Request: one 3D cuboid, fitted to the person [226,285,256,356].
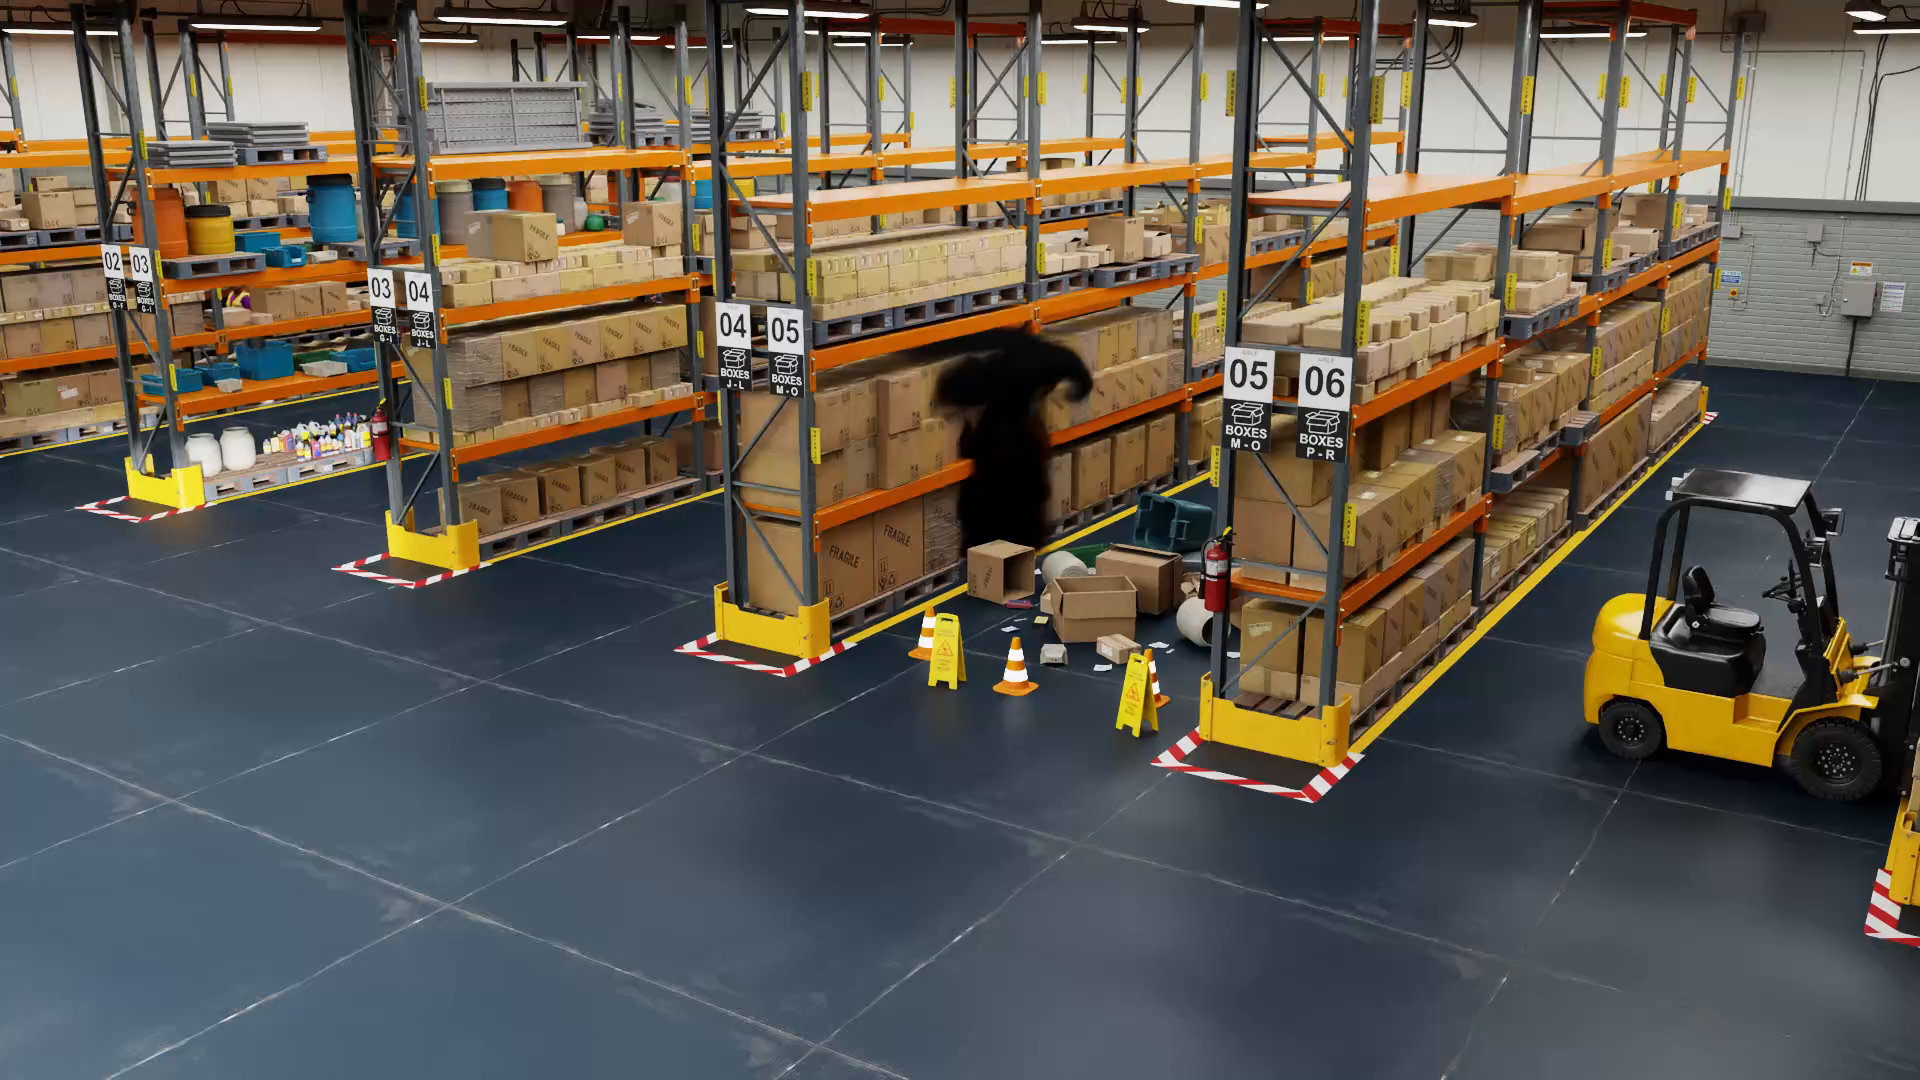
[{"bbox_3d":[-12.808,-3.781,29.541,0.696,1.787,0.721,6,17,22],"label":"person"}]

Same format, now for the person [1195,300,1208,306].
[{"bbox_3d":[3.924,-3.056,27.074,0.571,1.735,0.813,12,19,36],"label":"person"}]
